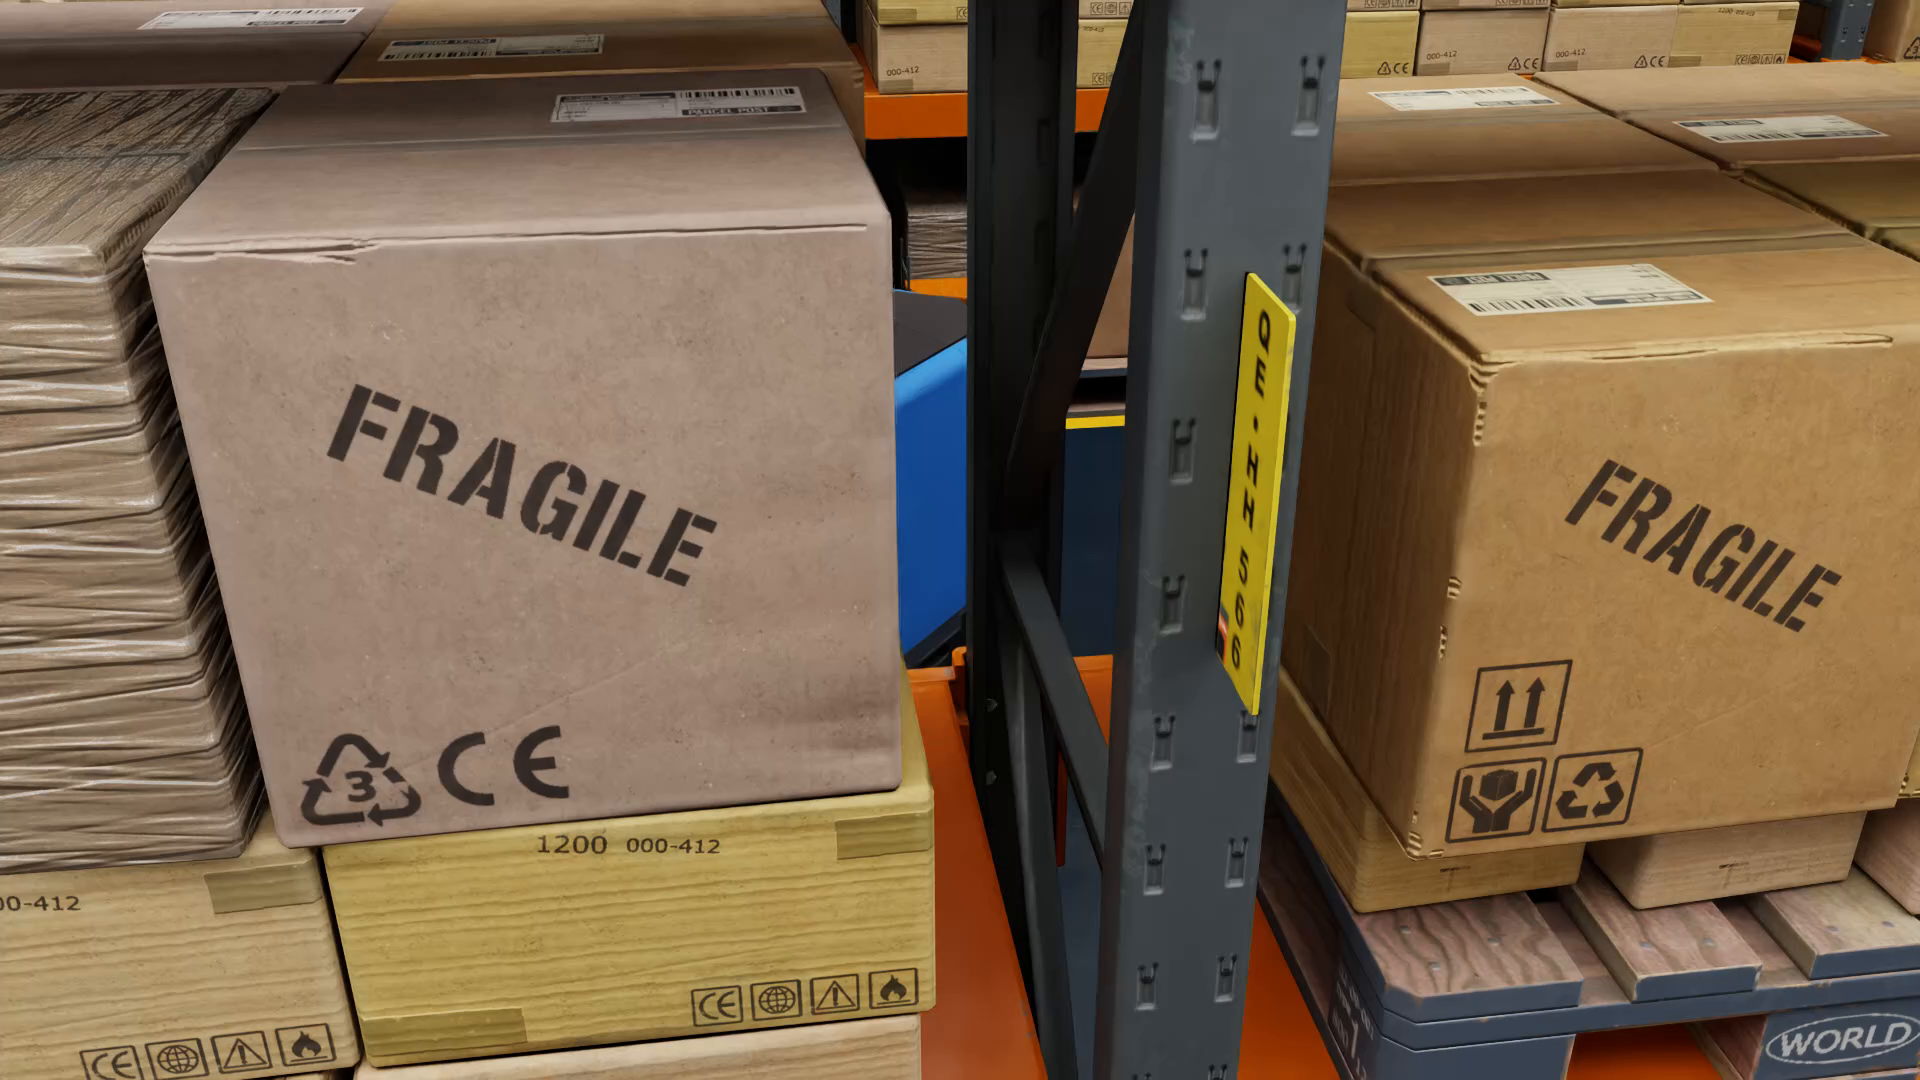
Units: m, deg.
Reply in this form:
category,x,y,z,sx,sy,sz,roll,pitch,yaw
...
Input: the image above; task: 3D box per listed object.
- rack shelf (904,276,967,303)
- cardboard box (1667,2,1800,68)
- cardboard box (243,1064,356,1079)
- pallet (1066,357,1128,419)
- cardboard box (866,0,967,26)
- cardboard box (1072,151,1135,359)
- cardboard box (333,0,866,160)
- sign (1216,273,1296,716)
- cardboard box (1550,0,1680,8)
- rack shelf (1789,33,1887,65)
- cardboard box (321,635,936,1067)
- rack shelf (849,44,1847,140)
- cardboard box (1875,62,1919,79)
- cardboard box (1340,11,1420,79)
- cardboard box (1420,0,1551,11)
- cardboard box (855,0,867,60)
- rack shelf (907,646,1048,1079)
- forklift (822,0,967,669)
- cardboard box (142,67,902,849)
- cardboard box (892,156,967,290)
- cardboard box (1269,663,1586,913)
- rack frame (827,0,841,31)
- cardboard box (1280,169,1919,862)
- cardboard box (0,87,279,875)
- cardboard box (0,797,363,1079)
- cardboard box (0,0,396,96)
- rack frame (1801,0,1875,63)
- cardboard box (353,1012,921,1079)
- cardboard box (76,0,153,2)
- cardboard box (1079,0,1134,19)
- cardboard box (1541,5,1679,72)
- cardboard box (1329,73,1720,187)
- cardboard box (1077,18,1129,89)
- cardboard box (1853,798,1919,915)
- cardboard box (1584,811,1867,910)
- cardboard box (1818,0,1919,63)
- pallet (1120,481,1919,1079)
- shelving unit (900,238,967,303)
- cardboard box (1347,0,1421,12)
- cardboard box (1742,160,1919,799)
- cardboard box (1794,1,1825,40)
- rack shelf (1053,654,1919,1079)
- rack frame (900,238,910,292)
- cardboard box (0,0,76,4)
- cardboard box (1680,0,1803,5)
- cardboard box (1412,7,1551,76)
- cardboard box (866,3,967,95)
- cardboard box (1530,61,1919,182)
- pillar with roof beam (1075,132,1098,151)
category,x,y,z,sx,sy,sz,roll,pitch,yaw
rack shelf,-0.053,-0.707,5.379,0.240,0.259,0.215,-4,27,-7
cardboard box,2.943,-2.046,6.617,0.500,0.250,0.500,-3,27,-6
cardboard box,-0.828,0.490,1.673,0.500,0.250,0.500,-3,27,-6
pallet,0.265,-0.803,7.084,1.213,0.211,1.003,-4,27,-7
cardboard box,-0.078,-2.071,6.118,0.500,0.250,0.500,-4,27,-7
cardboard box,0.710,-1.218,6.979,0.625,0.625,0.875,-3,27,-5
cardboard box,-0.382,-0.334,1.910,0.500,0.500,0.500,-5,28,-9
sign,0.221,-0.030,1.254,0.005,0.325,0.100,-4,27,-7
cardboard box,2.447,-2.236,6.439,0.500,0.250,0.500,-4,27,-8
rack shelf,5.386,-2.071,7.288,4.000,0.370,1.077,-4,27,-7
cardboard box,-0.304,0.225,1.643,0.500,0.250,0.500,-4,27,-7
rack shelf,1.425,-1.816,6.792,4.000,0.370,1.077,-4,27,-7
cardboard box,1.562,-0.354,2.259,0.500,0.500,0.500,-6,28,-11
cardboard box,1.440,-1.958,6.444,0.500,0.250,0.500,-3,27,-5
cardboard box,1.940,-2.207,6.381,0.500,0.250,0.500,-3,27,-6
cardboard box,-0.146,-2.087,6.695,0.500,0.250,0.500,-4,27,-8
rack shelf,-1.840,0.682,1.923,4.000,0.370,1.077,-4,27,-7
forklift,-1.009,-0.523,3.559,1.130,2.935,3.031,16,31,28
cardboard box,-0.335,-0.104,1.461,0.500,0.500,0.500,-4,27,-9
cardboard box,0.064,-1.173,6.891,0.625,0.625,0.875,-3,27,-5
cardboard box,0.488,0.223,1.845,0.250,0.149,0.380,-5,28,-10
rack frame,-0.555,-2.009,6.380,0.127,3.000,1.000,-4,27,-7
cardboard box,0.618,-0.053,1.672,0.500,0.500,0.500,-4,27,-9
cardboard box,-0.842,-0.067,1.391,0.500,0.500,0.500,-3,27,-6
cardboard box,-0.811,0.259,1.576,0.500,0.250,0.500,-4,27,-8
cardboard box,-0.872,-0.298,1.840,0.500,0.500,0.500,-4,27,-7
rack frame,3.406,-2.263,6.876,0.127,3.000,1.000,-4,27,-7
cardboard box,-0.325,0.451,1.750,0.500,0.250,0.500,-5,28,-9
cardboard box,-2.716,-1.999,5.790,0.500,0.500,0.700,-4,27,-7
cardboard box,0.414,-2.114,6.201,0.500,0.250,0.500,-3,27,-5
cardboard box,2.446,-2.012,6.550,0.500,0.250,0.500,-4,27,-7
cardboard box,0.551,-0.284,2.122,0.500,0.500,0.500,-4,27,-9
cardboard box,0.417,-1.890,6.312,0.500,0.250,0.500,-4,27,-8
cardboard box,1.050,0.224,1.844,0.250,0.149,0.380,-5,28,-10
cardboard box,0.772,0.220,1.850,0.250,0.149,0.380,-5,28,-10
cardboard box,3.882,-2.218,6.678,0.500,0.500,0.500,-4,27,-9
pallet,0.831,0.226,2.233,1.003,0.211,1.213,-4,27,-7
shelving unit,-0.053,-0.464,5.504,0.252,1.050,0.215,-4,27,-7
cardboard box,1.437,-2.183,6.335,0.500,0.250,0.500,-3,27,-6
cardboard box,1.133,-0.089,1.743,0.500,0.500,0.500,-2,27,-4
cardboard box,3.813,-2.459,7.147,0.500,0.500,0.500,-4,27,-7
rack shelf,2.121,0.427,2.419,4.000,0.370,1.077,-4,27,-7
rack frame,-0.174,-0.456,5.489,0.008,1.050,0.200,-4,27,-7
cardboard box,-3.087,-1.797,5.653,0.258,0.266,0.396,-2,27,-5
cardboard box,2.955,-2.272,6.510,0.500,0.250,0.500,-4,27,-8
cardboard box,1.950,-1.994,6.515,0.500,0.250,0.500,-4,27,-7
cardboard box,-0.082,-1.860,6.254,0.500,0.250,0.500,-4,27,-7
cardboard box,1.062,-0.322,2.195,0.500,0.500,0.500,-4,27,-8
pillar with roof beam,1.210,-3.222,2.173,0.400,9.000,9.100,-4,27,-7
